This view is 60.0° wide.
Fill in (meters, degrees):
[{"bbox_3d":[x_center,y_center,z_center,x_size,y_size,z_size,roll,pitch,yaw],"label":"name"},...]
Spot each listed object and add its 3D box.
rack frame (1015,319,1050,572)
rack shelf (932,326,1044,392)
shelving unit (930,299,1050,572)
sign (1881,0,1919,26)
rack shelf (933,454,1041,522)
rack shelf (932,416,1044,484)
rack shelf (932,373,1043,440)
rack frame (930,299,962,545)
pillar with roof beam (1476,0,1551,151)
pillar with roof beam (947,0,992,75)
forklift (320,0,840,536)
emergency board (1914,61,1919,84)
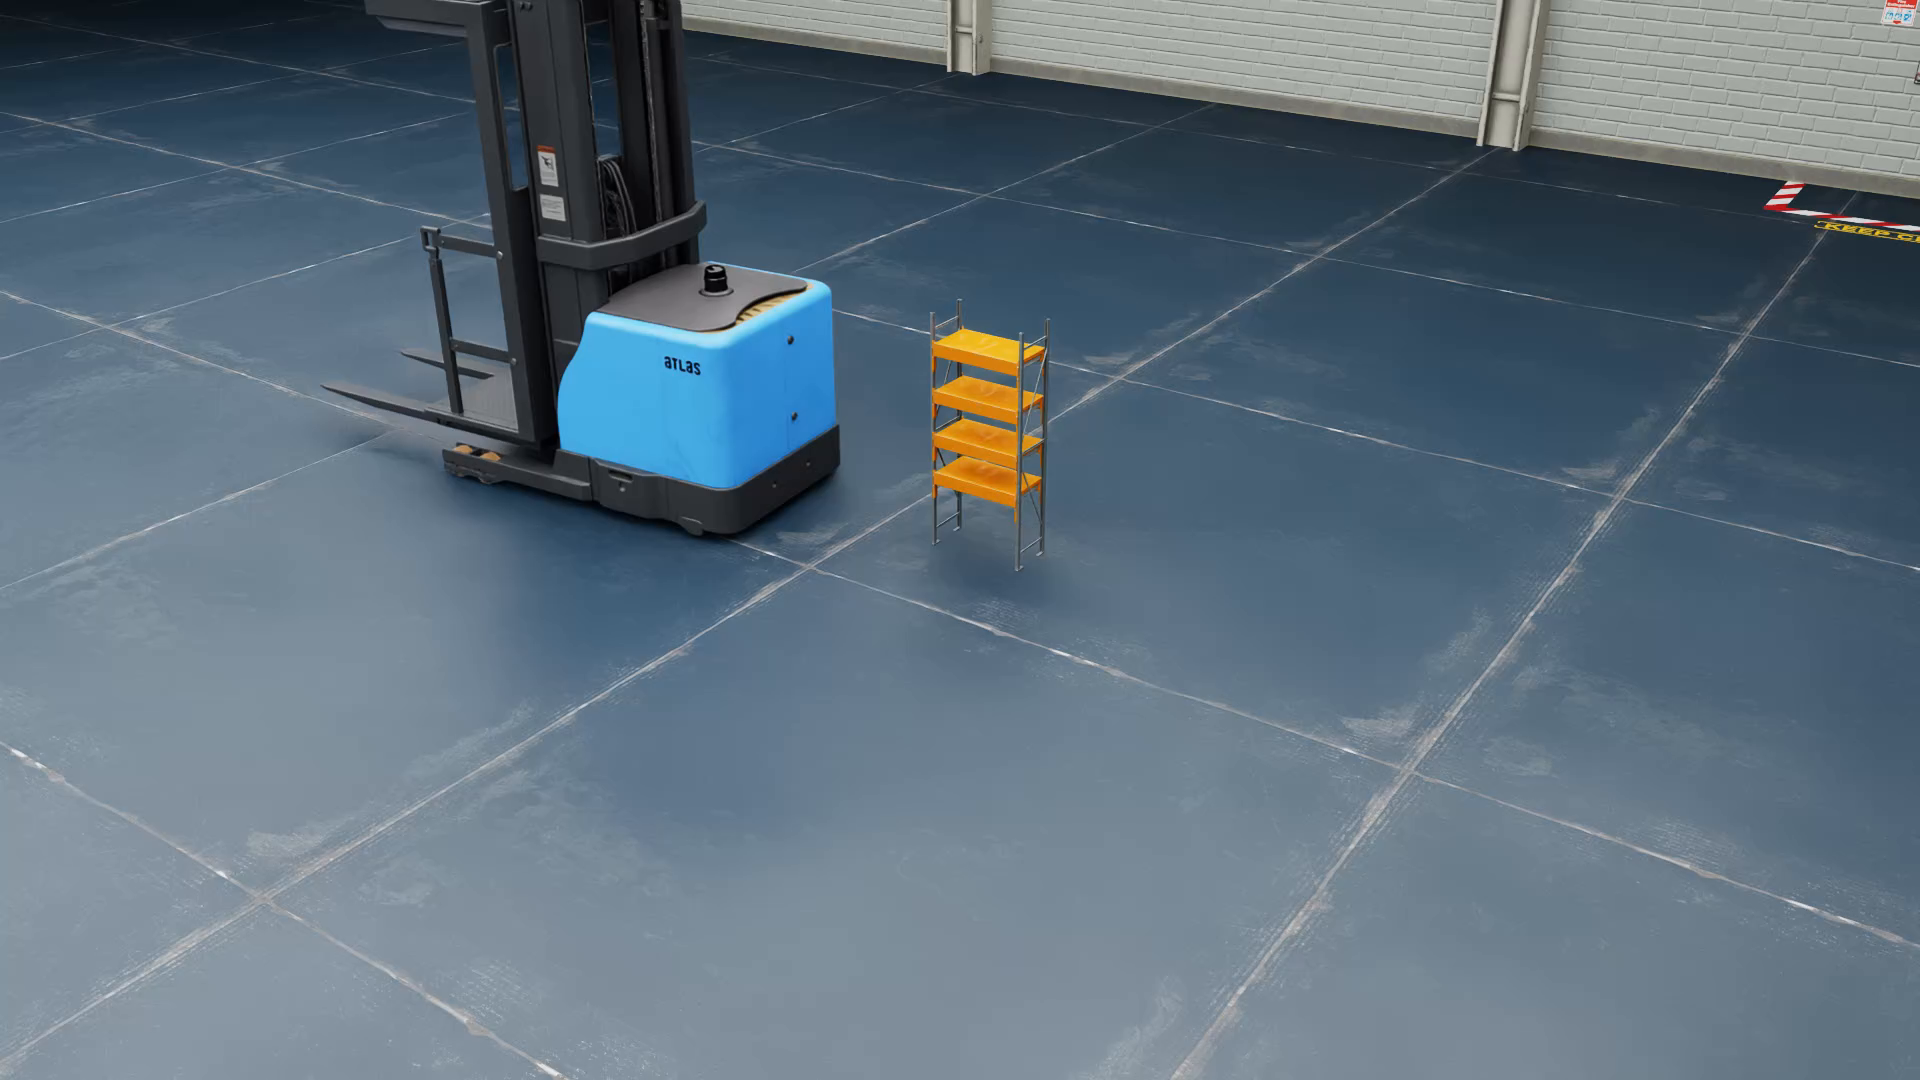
[{"bbox_3d":[0.338,-0.430,7.771,0.015,1.200,0.240,17,32,30],"label":"rack frame"},{"bbox_3d":[0.136,-0.842,7.716,0.480,0.148,0.258,17,32,30],"label":"rack shelf"},{"bbox_3d":[0.136,-0.492,7.894,0.503,1.200,0.258,17,32,30],"label":"shelving unit"},{"bbox_3d":[7.580,-4.318,13.387,0.234,0.329,0.001,17,32,30],"label":"sign"},{"bbox_3d":[0.136,-0.255,8.015,0.480,0.148,0.258,17,32,30],"label":"rack shelf"},{"bbox_3d":[0.136,-0.432,7.925,0.480,0.148,0.258,17,32,30],"label":"rack shelf"},{"bbox_3d":[0.136,-0.632,7.823,0.480,0.148,0.258,17,32,30],"label":"rack shelf"},{"bbox_3d":[-0.065,-0.555,8.017,0.015,1.200,0.240,17,32,30],"label":"rack frame"},{"bbox_3d":[2.610,-6.077,10.270,0.400,9.000,9.100,17,32,30],"label":"pillar with roof beam"},{"bbox_3d":[-2.336,-7.618,13.298,0.400,9.000,9.100,17,32,30],"label":"pillar with roof beam"},{"bbox_3d":[-2.179,-1.795,8.546,3.031,2.935,1.130,14,30,26],"label":"forklift"},{"bbox_3d":[7.981,-4.130,13.059,0.626,1.169,0.157,17,32,30],"label":"emergency board"}]
